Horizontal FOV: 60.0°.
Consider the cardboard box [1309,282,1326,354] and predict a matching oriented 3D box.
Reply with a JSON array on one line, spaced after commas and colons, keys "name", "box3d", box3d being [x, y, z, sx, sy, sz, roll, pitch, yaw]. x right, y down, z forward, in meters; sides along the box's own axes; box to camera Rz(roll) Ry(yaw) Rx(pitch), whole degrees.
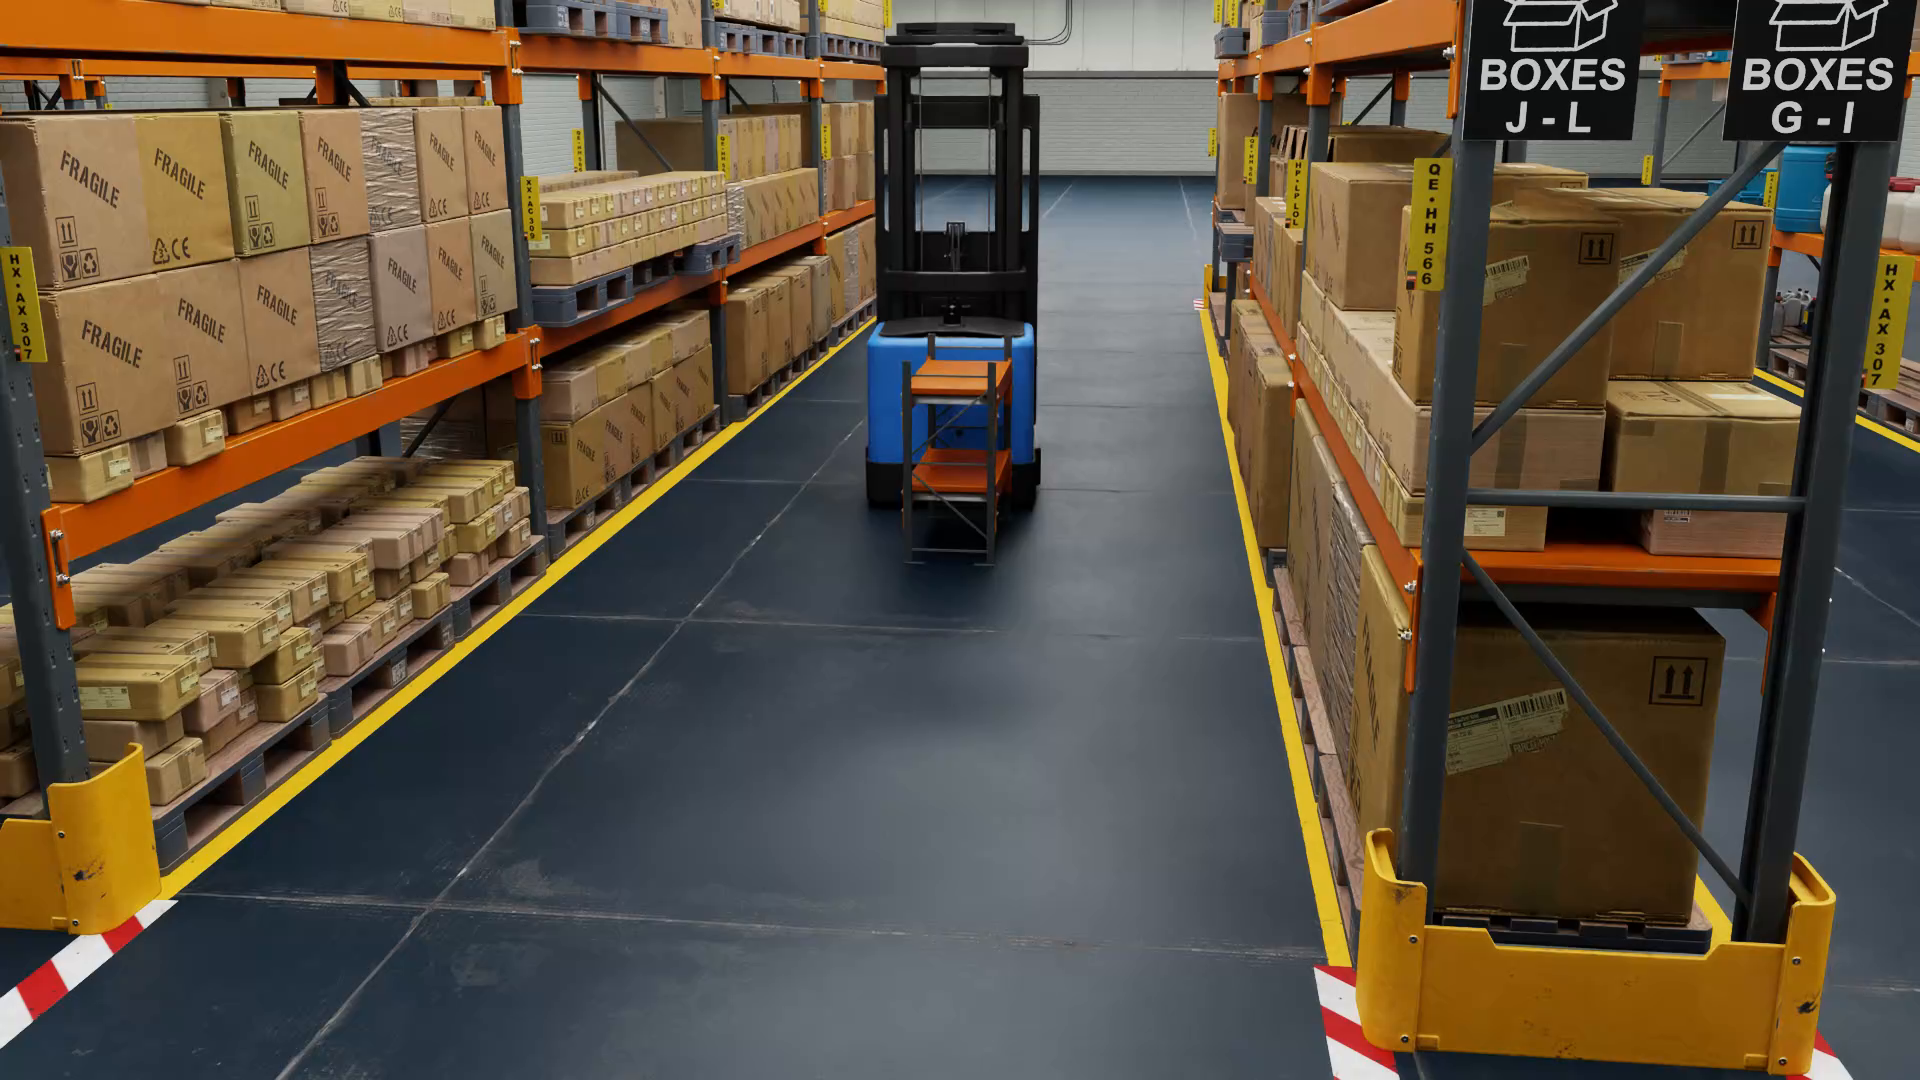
[{"name": "cardboard box", "box3d": [1.790, -0.959, 7.180, 0.500, 0.250, 0.500, 2, 15, 6]}]

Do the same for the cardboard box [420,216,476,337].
[{"name": "cardboard box", "box3d": [-2.586, -1.227, 7.691, 0.500, 0.500, 0.500, 1, 15, 5]}]

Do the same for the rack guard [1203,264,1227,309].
[{"name": "rack guard", "box3d": [3.510, -3.017, 19.861, 1.175, 0.500, 0.348, 2, 15, 6]}]

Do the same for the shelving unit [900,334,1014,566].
[{"name": "shelving unit", "box3d": [-0.001, -0.541, 9.509, 0.538, 1.125, 1.048, 2, 15, 6]}]

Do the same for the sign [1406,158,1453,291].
[{"name": "sign", "box3d": [1.175, -0.786, 4.152, 0.100, 0.325, 0.005, 2, 15, 6]}]

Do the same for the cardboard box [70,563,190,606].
[{"name": "cardboard box", "box3d": [-3.341, 0.205, 6.676, 0.380, 0.149, 0.250, 2, 15, 8]}]

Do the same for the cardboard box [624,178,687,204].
[{"name": "cardboard box", "box3d": [-2.021, -2.304, 10.973, 0.380, 0.149, 0.250, 2, 15, 6]}]

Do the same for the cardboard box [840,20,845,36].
[{"name": "cardboard box", "box3d": [-1.386, -5.237, 17.022, 0.380, 0.149, 0.250, 1, 15, 5]}]

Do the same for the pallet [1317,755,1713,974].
[{"name": "pallet", "box3d": [1.725, 1.043, 5.401, 1.003, 0.211, 1.213, 2, 15, 6]}]

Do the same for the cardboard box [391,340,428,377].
[{"name": "cardboard box", "box3d": [-2.617, -0.826, 7.451, 0.380, 0.149, 0.250, 1, 15, 4]}]

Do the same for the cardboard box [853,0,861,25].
[{"name": "cardboard box", "box3d": [-1.349, -5.660, 17.822, 0.500, 0.250, 0.500, 2, 15, 7]}]

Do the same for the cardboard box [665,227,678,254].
[{"name": "cardboard box", "box3d": [-2.050, -1.948, 10.797, 0.380, 0.149, 0.250, 2, 15, 8]}]

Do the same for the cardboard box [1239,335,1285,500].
[{"name": "cardboard box", "box3d": [2.316, -0.706, 9.794, 1.225, 0.875, 0.875, 1, 15, 4]}]

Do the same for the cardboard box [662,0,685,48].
[{"name": "cardboard box", "box3d": [-2.157, -3.551, 11.111, 0.500, 0.500, 0.500, 2, 15, 6]}]

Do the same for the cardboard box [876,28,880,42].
[{"name": "cardboard box", "box3d": [-1.129, -5.832, 19.221, 0.380, 0.149, 0.250, 2, 15, 7]}]

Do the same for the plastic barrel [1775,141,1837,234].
[{"name": "plastic barrel", "box3d": [7.643, -3.211, 14.829, 0.600, 0.901, 0.708, 2, 15, 6]}]

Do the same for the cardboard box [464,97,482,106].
[{"name": "cardboard box", "box3d": [-6.169, -5.071, 19.991, 0.700, 0.500, 0.500, 1, 15, 5]}]

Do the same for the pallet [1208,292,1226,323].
[{"name": "pallet", "box3d": [3.383, -2.668, 19.124, 1.003, 0.211, 1.213, 2, 15, 6]}]

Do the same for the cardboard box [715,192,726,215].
[{"name": "cardboard box", "box3d": [-1.905, -2.424, 11.987, 0.380, 0.149, 0.250, 2, 15, 7]}]

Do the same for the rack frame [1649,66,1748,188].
[{"name": "rack frame", "box3d": [8.439, -4.097, 19.068, 1.000, 3.000, 0.127, 2, 15, 6]}]

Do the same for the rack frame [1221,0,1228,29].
[{"name": "rack frame", "box3d": [3.518, -7.139, 18.825, 1.000, 3.000, 0.127, 2, 15, 6]}]

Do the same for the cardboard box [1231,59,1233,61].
[{"name": "cardboard box", "box3d": [2.928, -4.842, 16.365, 0.500, 0.250, 0.500, 2, 15, 8]}]

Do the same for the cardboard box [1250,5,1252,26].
[{"name": "cardboard box", "box3d": [2.810, -4.543, 13.968, 0.797, 0.503, 0.637, 2, 15, 9]}]

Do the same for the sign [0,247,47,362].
[{"name": "sign", "box3d": [-2.665, -0.668, 4.727, 0.100, 0.325, 0.005, 2, 15, 6]}]

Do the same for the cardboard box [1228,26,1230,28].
[{"name": "cardboard box", "box3d": [3.093, -5.482, 17.965, 0.380, 0.149, 0.250, 2, 15, 6]}]

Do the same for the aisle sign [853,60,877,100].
[{"name": "aisle sign", "box3d": [-1.093, -5.680, 19.941, 0.394, 0.787, 0.004, 2, 15, 6]}]

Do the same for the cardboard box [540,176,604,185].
[{"name": "cardboard box", "box3d": [-2.636, -2.393, 11.303, 0.380, 0.149, 0.250, 1, 15, 4]}]

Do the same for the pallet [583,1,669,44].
[{"name": "pallet", "box3d": [-2.463, -3.087, 9.944, 1.213, 0.211, 1.003, 2, 15, 6]}]

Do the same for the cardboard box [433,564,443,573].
[{"name": "cardboard box", "box3d": [-2.687, 0.182, 7.899, 0.380, 0.149, 0.250, 1, 15, 5]}]

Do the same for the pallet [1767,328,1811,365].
[{"name": "pallet", "box3d": [8.105, -1.887, 16.235, 1.003, 0.211, 1.213, 2, 15, 6]}]

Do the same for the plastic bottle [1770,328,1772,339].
[{"name": "plastic bottle", "box3d": [7.719, -2.025, 15.922, 0.097, 0.201, 0.097, 0, 15, 0]}]

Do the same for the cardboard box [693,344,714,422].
[{"name": "cardboard box", "box3d": [-2.116, -1.158, 12.184, 0.500, 0.500, 0.500, 2, 15, 6]}]

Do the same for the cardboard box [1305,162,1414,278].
[{"name": "cardboard box", "box3d": [1.856, -1.447, 7.549, 0.500, 0.500, 0.500, 2, 15, 6]}]

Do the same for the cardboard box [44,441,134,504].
[{"name": "cardboard box", "box3d": [-2.842, -0.219, 5.206, 0.380, 0.149, 0.250, 2, 15, 6]}]

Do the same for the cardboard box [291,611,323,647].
[{"name": "cardboard box", "box3d": [-2.791, 0.365, 6.652, 0.380, 0.149, 0.250, 1, 15, 4]}]

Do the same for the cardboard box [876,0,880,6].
[{"name": "cardboard box", "box3d": [-1.129, -6.216, 19.115, 0.380, 0.149, 0.250, 2, 15, 7]}]

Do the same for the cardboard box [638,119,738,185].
[{"name": "cardboard box", "box3d": [-2.185, -3.119, 13.343, 0.700, 0.500, 0.500, 1, 15, 5]}]

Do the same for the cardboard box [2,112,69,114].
[{"name": "cardboard box", "box3d": [-3.343, -1.198, 5.668, 0.500, 0.500, 0.500, 1, 15, 4]}]

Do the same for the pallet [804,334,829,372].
[{"name": "pallet", "box3d": [-1.862, -1.830, 16.024, 1.003, 0.211, 1.213, 2, 15, 6]}]

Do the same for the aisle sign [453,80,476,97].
[{"name": "aisle sign", "box3d": [-6.033, -5.798, 20.376, 0.394, 0.787, 0.004, 2, 15, 6]}]

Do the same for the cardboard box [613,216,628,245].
[{"name": "cardboard box", "box3d": [-2.167, -1.819, 9.748, 0.380, 0.149, 0.250, 1, 15, 4]}]

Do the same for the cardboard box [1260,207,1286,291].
[{"name": "cardboard box", "box3d": [2.180, -1.832, 10.498, 0.500, 0.500, 0.500, 1, 15, 5]}]

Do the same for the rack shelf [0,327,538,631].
[{"name": "rack shelf", "box3d": [-2.979, -0.437, 6.911, 1.077, 0.370, 4.000, 2, 15, 6]}]

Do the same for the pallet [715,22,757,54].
[{"name": "pallet", "box3d": [-2.282, -3.866, 12.828, 1.213, 0.211, 1.003, 2, 15, 9]}]

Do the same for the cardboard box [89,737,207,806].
[{"name": "cardboard box", "box3d": [-2.827, 0.781, 5.683, 0.380, 0.149, 0.250, 2, 15, 7]}]

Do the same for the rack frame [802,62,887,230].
[{"name": "rack frame", "box3d": [-1.399, -4.416, 20.245, 1.000, 3.000, 0.127, 2, 15, 6]}]

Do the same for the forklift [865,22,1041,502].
[{"name": "forklift", "box3d": [-0.012, -1.977, 11.358, 1.130, 2.935, 3.031, 0, 15, 2]}]

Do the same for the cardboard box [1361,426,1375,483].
[{"name": "cardboard box", "box3d": [1.512, -0.272, 5.402, 0.380, 0.149, 0.250, 2, 15, 7]}]

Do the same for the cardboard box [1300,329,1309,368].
[{"name": "cardboard box", "box3d": [1.771, -0.875, 7.631, 0.380, 0.149, 0.250, 1, 15, 4]}]

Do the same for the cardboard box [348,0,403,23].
[{"name": "cardboard box", "box3d": [-2.665, -2.283, 6.898, 0.500, 0.250, 0.500, 2, 15, 6]}]

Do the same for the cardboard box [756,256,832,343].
[{"name": "cardboard box", "box3d": [-1.831, -2.331, 16.042, 1.050, 0.750, 0.750, 2, 15, 6]}]

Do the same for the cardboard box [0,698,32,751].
[{"name": "cardboard box", "box3d": [-3.428, 0.619, 5.714, 0.380, 0.149, 0.250, 1, 15, 5]}]

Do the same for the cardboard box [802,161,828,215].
[{"name": "cardboard box", "box3d": [-1.820, -3.547, 16.744, 0.875, 0.550, 0.550, 2, 15, 6]}]

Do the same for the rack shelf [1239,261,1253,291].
[{"name": "rack shelf", "box3d": [2.841, -2.340, 13.947, 1.077, 0.370, 4.000, 2, 15, 6]}]

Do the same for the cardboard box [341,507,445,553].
[{"name": "cardboard box", "box3d": [-2.590, -0.047, 7.606, 0.380, 0.149, 0.250, 1, 15, 4]}]
